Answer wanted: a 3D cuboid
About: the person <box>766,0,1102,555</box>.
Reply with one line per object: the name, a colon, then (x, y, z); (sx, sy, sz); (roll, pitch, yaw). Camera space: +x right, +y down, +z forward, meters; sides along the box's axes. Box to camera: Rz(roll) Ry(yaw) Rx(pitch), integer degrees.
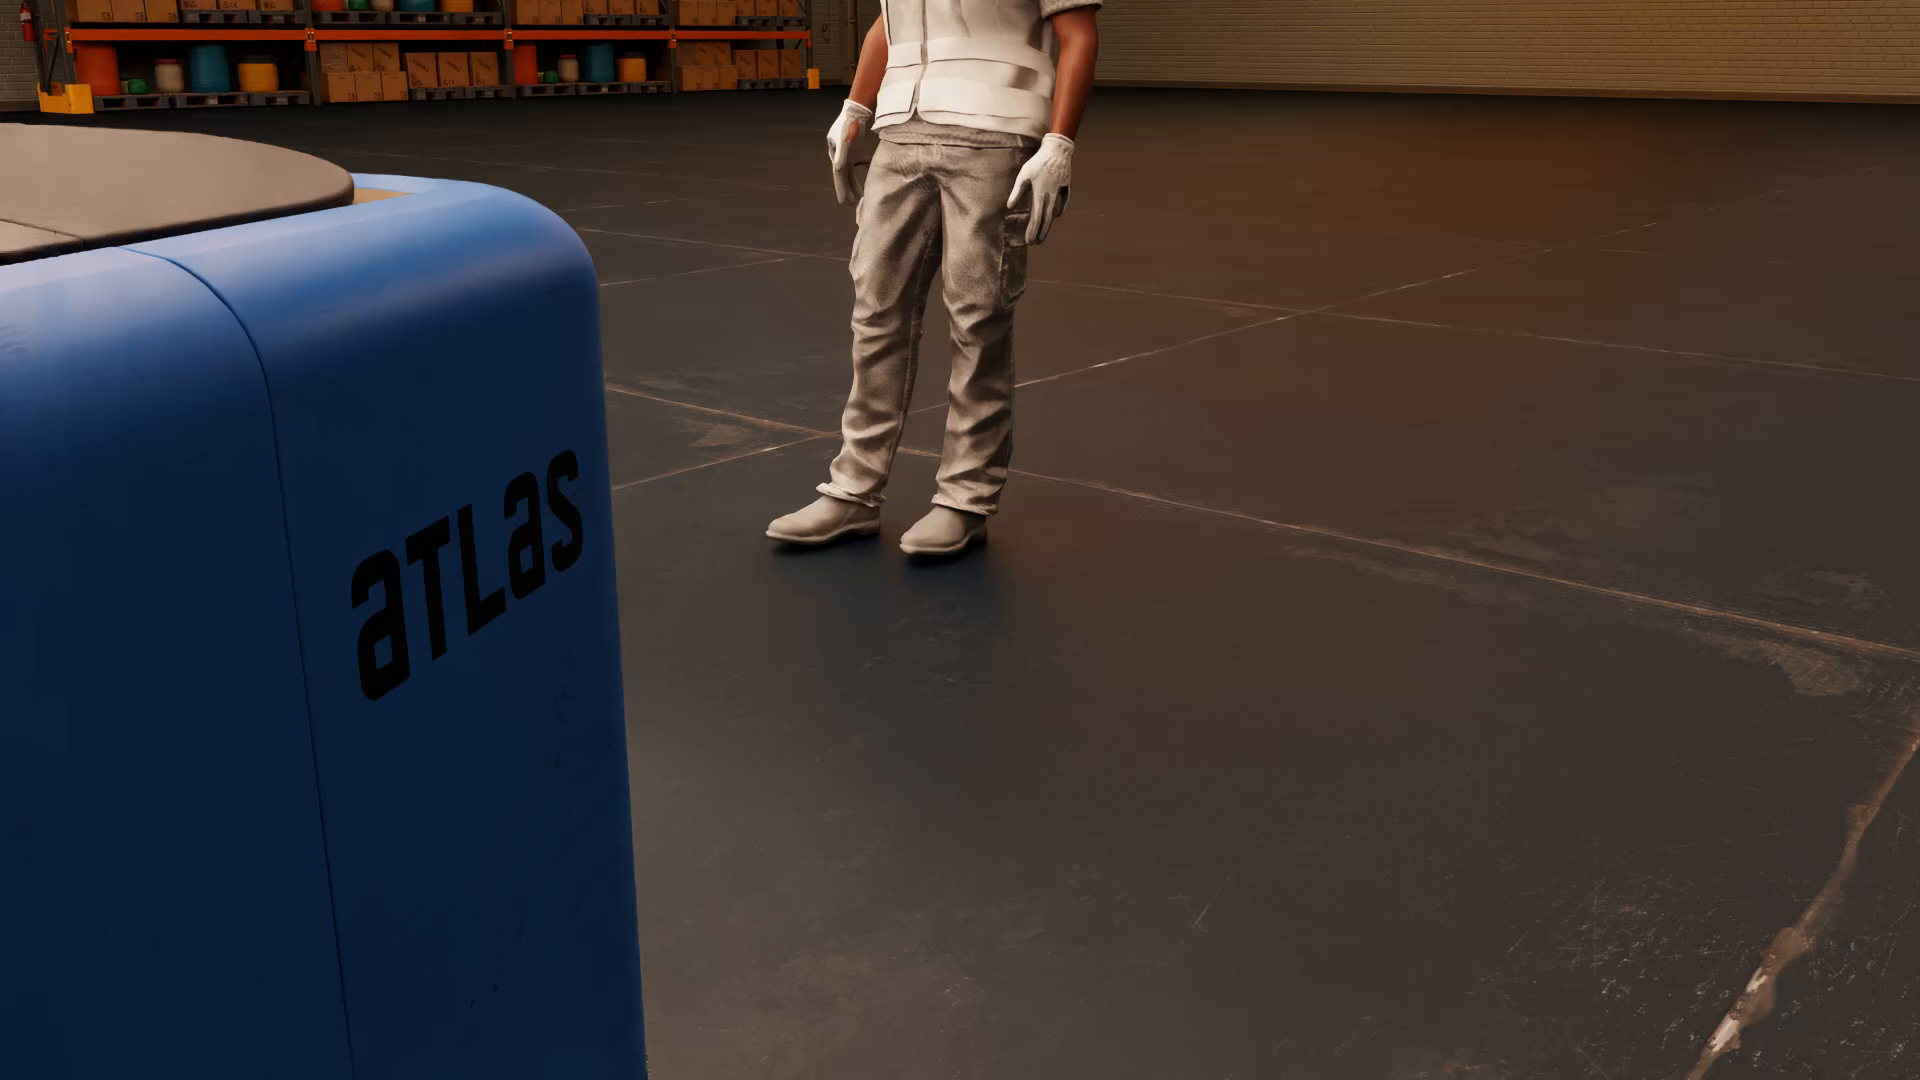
person: (-0.053, -0.846, 3.633); (0.657, 1.782, 0.577); (13, 21, 37)
